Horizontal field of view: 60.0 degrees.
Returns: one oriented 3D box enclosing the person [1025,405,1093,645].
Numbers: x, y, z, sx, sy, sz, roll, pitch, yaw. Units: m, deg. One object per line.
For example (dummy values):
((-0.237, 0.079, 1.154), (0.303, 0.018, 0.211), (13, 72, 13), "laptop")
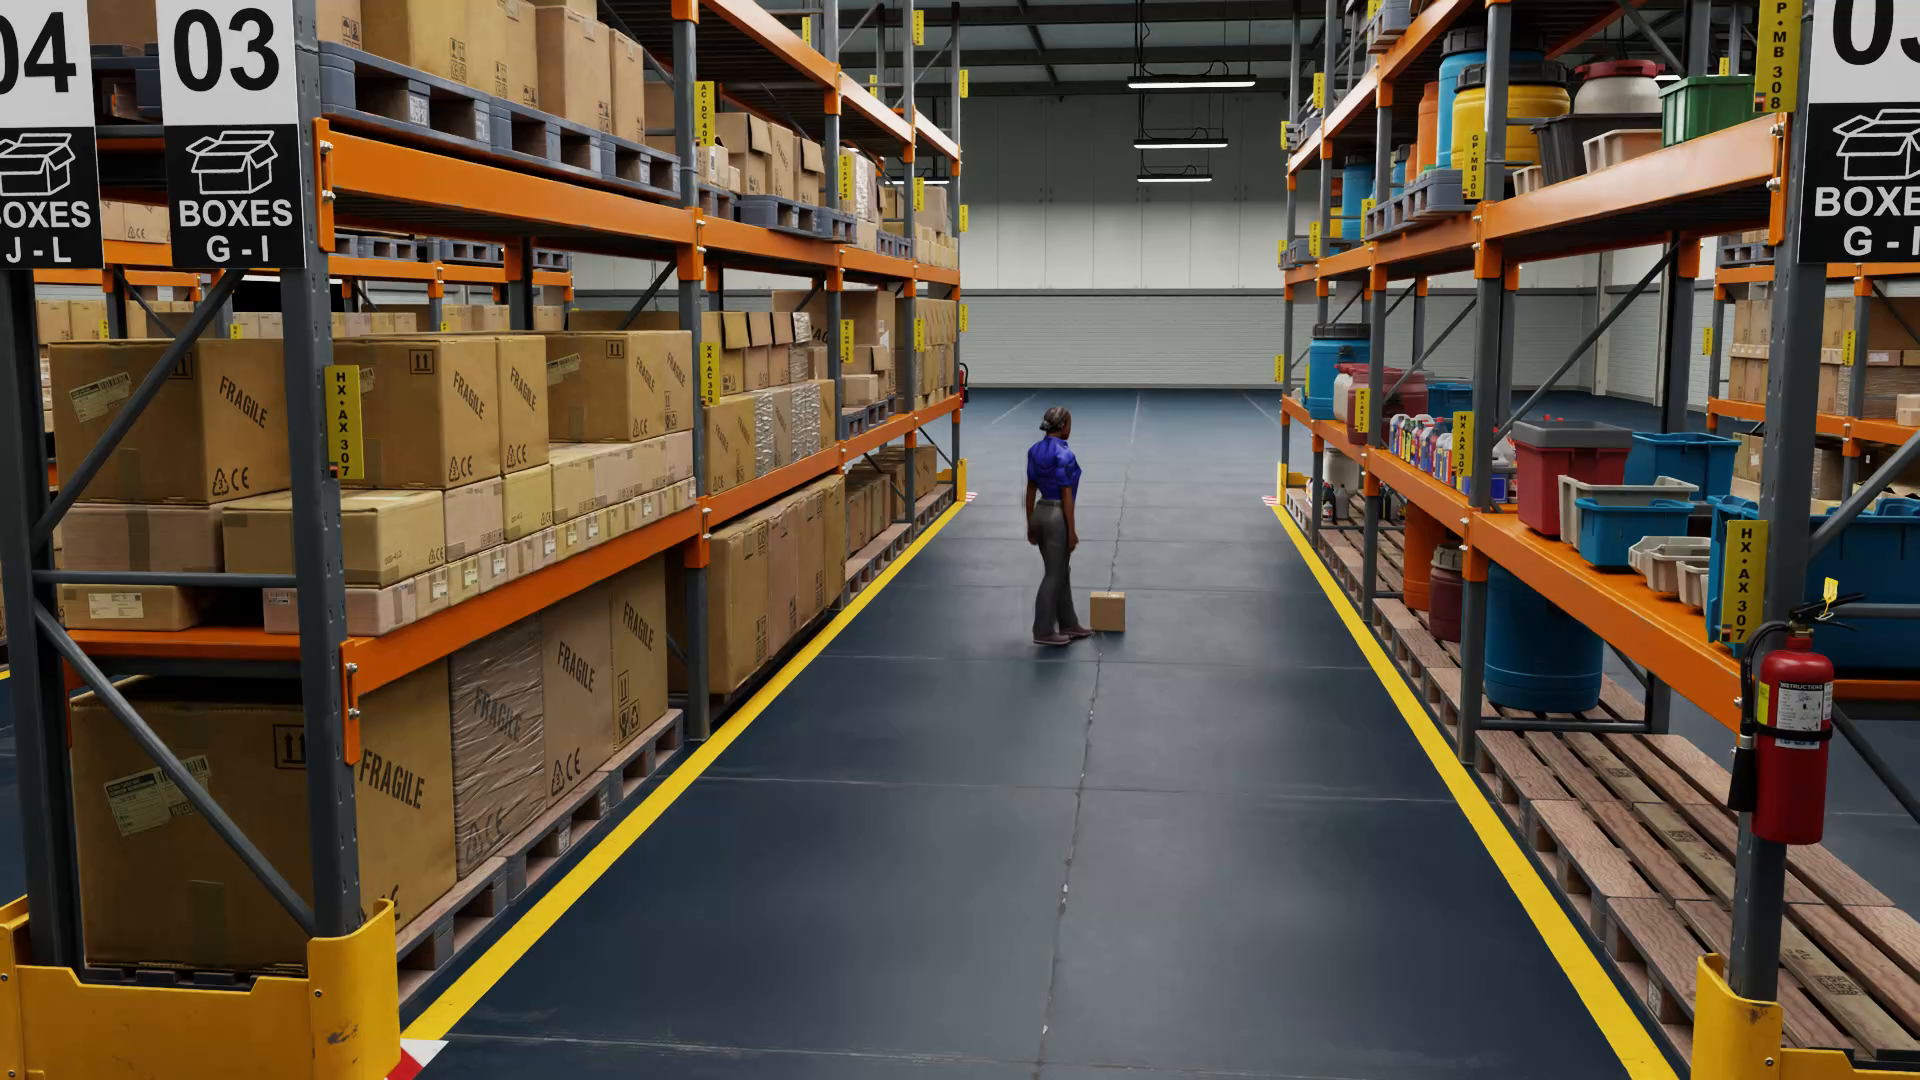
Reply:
((0.757, -0.107, 11.521), (0.600, 1.658, 0.463), (-4, 9, -30), "person")
